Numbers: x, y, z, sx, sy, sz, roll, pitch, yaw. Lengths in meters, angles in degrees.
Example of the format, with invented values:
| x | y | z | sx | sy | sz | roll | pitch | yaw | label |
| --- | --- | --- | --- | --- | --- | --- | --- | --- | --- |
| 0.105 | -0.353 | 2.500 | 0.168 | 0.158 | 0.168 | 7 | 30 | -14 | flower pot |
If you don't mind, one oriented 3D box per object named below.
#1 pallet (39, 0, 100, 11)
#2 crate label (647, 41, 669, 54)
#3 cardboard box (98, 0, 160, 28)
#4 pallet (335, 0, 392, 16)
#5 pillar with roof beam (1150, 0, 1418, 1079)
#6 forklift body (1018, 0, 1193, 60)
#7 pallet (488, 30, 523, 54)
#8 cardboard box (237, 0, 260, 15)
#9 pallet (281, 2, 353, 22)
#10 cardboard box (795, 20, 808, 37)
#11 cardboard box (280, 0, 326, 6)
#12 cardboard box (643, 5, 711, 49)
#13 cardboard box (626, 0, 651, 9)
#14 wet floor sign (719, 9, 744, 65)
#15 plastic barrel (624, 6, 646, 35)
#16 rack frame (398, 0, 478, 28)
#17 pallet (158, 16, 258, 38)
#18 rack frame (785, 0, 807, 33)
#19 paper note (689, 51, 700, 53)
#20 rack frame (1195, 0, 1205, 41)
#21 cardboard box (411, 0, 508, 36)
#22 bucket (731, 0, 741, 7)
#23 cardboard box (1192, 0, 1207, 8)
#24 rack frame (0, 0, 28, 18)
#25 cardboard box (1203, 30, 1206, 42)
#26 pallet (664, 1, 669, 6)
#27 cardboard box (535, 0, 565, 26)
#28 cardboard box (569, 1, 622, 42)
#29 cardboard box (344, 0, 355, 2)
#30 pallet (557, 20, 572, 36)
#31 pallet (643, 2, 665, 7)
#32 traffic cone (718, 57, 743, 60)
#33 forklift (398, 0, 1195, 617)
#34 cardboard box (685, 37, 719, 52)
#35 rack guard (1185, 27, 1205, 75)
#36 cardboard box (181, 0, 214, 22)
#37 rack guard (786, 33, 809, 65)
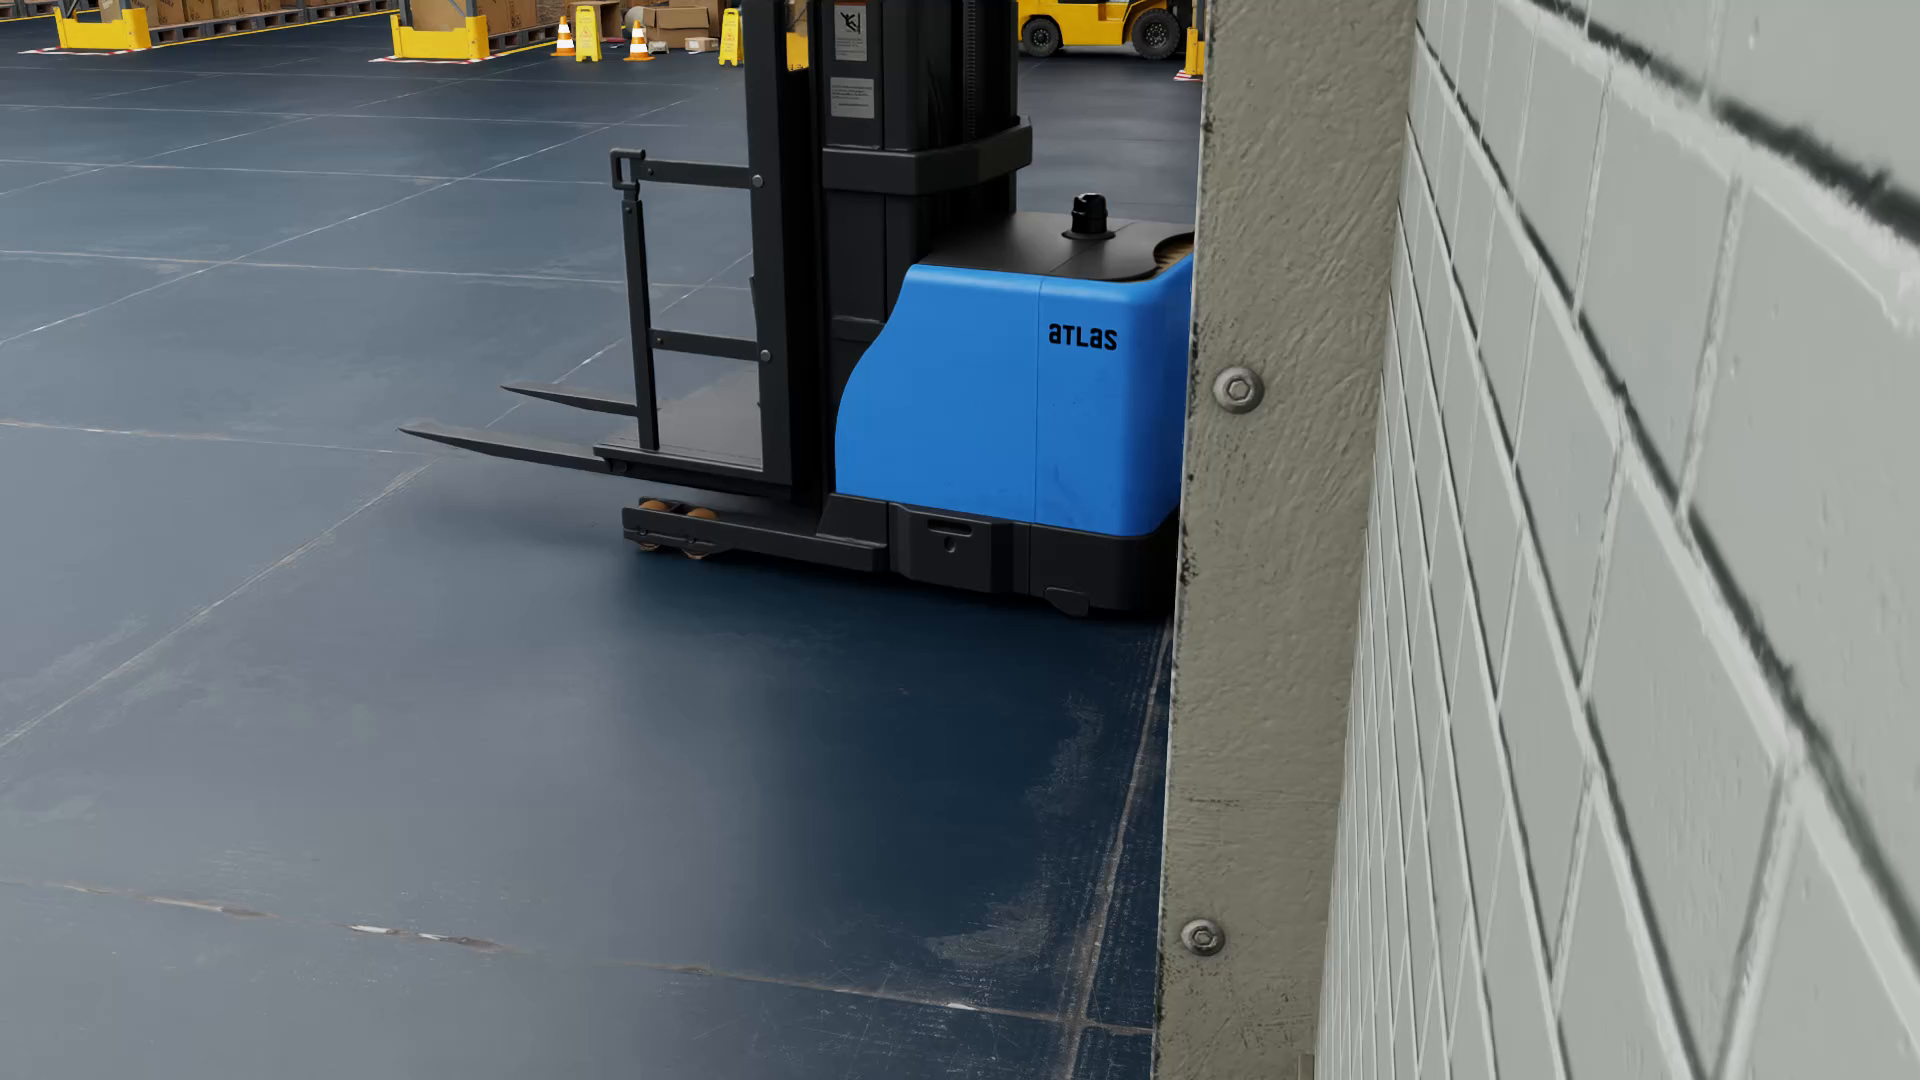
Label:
| x | y | z | sx | sy | sz | roll | pitch | yaw | label |
| --- | --- | --- | --- | --- | --- | --- | --- | --- | --- |
| -15.023 | -9.197 | 28.395 | 1.003 | 0.211 | 1.213 | 4 | 22 | 11 | pallet |
| -3.889 | -6.337 | 21.393 | 0.250 | 0.136 | 0.298 | -7 | 23 | -17 | crate label |
| -11.215 | -7.174 | 22.425 | 0.500 | 0.500 | 0.500 | 9 | 24 | 21 | cardboard box |
| -10.139 | -8.814 | 27.444 | 1.003 | 0.211 | 1.213 | 4 | 22 | 11 | pallet |
| -3.661 | -3.493 | 2.471 | 9.100 | 9.000 | 0.400 | 4 | 22 | 11 | pillar with roof beam |
| 1.803 | -7.218 | 20.886 | 2.313 | 2.155 | 1.214 | 4 | 22 | 11 | forklift body |
| -6.438 | -6.502 | 21.704 | 1.003 | 0.211 | 1.213 | 4 | 22 | 11 | pallet |
| -10.773 | -8.057 | 24.616 | 0.500 | 0.500 | 0.500 | 12 | 25 | 28 | cardboard box |
| -10.385 | -8.366 | 26.333 | 1.003 | 0.211 | 1.213 | 4 | 22 | 11 | pallet |
| -1.751 | -6.401 | 20.838 | 0.500 | 0.250 | 0.500 | 4 | 22 | 11 | cardboard box |
| -10.397 | -8.642 | 26.043 | 0.700 | 0.500 | 0.500 | 3 | 22 | 7 | cardboard box |
| -3.778 | -6.834 | 22.137 | 0.797 | 0.503 | 0.637 | -11 | 25 | -26 | cardboard box |
| -5.469 | -8.697 | 25.872 | 1.050 | 0.750 | 0.750 | 4 | 22 | 11 | cardboard box |
| -2.744 | -6.077 | 20.066 | 0.267 | 0.644 | 0.232 | 13 | 25 | 29 | wet floor sign |
| -4.438 | -7.233 | 23.235 | 0.421 | 0.421 | 0.512 | -16 | 27 | -35 | plastic barrel |
| -6.524 | -7.497 | 20.442 | 1.000 | 3.000 | 0.127 | 4 | 22 | 11 | rack frame |
| -10.892 | -7.386 | 23.898 | 1.003 | 0.211 | 1.213 | 4 | 22 | 11 | pallet |
| -1.658 | -7.157 | 19.597 | 1.000 | 3.000 | 0.127 | 4 | 22 | 11 | rack frame |
| -3.413 | -6.277 | 21.386 | 0.148 | 0.019 | 0.142 | -3 | 22 | -8 | paper note |
| 3.202 | -6.780 | 18.660 | 1.000 | 3.000 | 0.127 | 4 | 22 | 11 | rack frame |
| -6.450 | -6.959 | 21.388 | 0.875 | 0.875 | 0.875 | 5 | 22 | 11 | cardboard box |
| -3.479 | -7.921 | 23.842 | 0.726 | 0.611 | 0.620 | 13 | 15 | 29 | bucket |
| 2.991 | -6.355 | 19.386 | 0.500 | 0.250 | 0.500 | 5 | 23 | 13 | cardboard box |
| -15.392 | -9.752 | 26.042 | 1.000 | 3.000 | 0.127 | 4 | 22 | 11 | rack frame |
| 2.989 | -5.895 | 19.582 | 0.500 | 0.250 | 0.500 | 5 | 22 | 11 | cardboard box |
| -5.126 | -8.847 | 27.526 | 1.003 | 0.211 | 1.213 | 4 | 22 | 11 | pallet |
| -6.085 | -7.614 | 23.015 | 0.875 | 0.875 | 0.875 | 5 | 22 | 11 | cardboard box |
| -5.020 | -7.156 | 22.937 | 0.500 | 0.500 | 0.500 | 8 | 23 | 20 | cardboard box |
| -10.167 | -9.020 | 26.981 | 0.700 | 0.500 | 0.500 | 3 | 22 | 6 | cardboard box |
| -5.940 | -7.394 | 23.919 | 1.003 | 0.211 | 1.213 | 4 | 22 | 11 | pallet |
| -5.377 | -8.402 | 26.421 | 1.003 | 0.211 | 1.213 | 4 | 22 | 11 | pallet |
| -2.833 | -6.235 | 20.705 | 0.336 | 0.463 | 0.334 | 4 | 22 | 11 | traffic cone |
| -0.613 | -1.467 | 5.561 | 3.031 | 2.935 | 1.130 | 9 | 24 | 22 | forklift |
| -3.368 | -6.467 | 21.701 | 0.380 | 0.149 | 0.250 | 18 | 28 | 38 | cardboard box |
| 3.198 | -5.611 | 19.106 | 1.175 | 0.500 | 0.348 | 4 | 22 | 11 | rack guard |
| -10.981 | -7.623 | 23.539 | 0.500 | 0.500 | 0.500 | 7 | 23 | 16 | cardboard box |
| -1.642 | -6.025 | 20.132 | 1.175 | 0.500 | 0.348 | 4 | 22 | 11 | rack guard |
